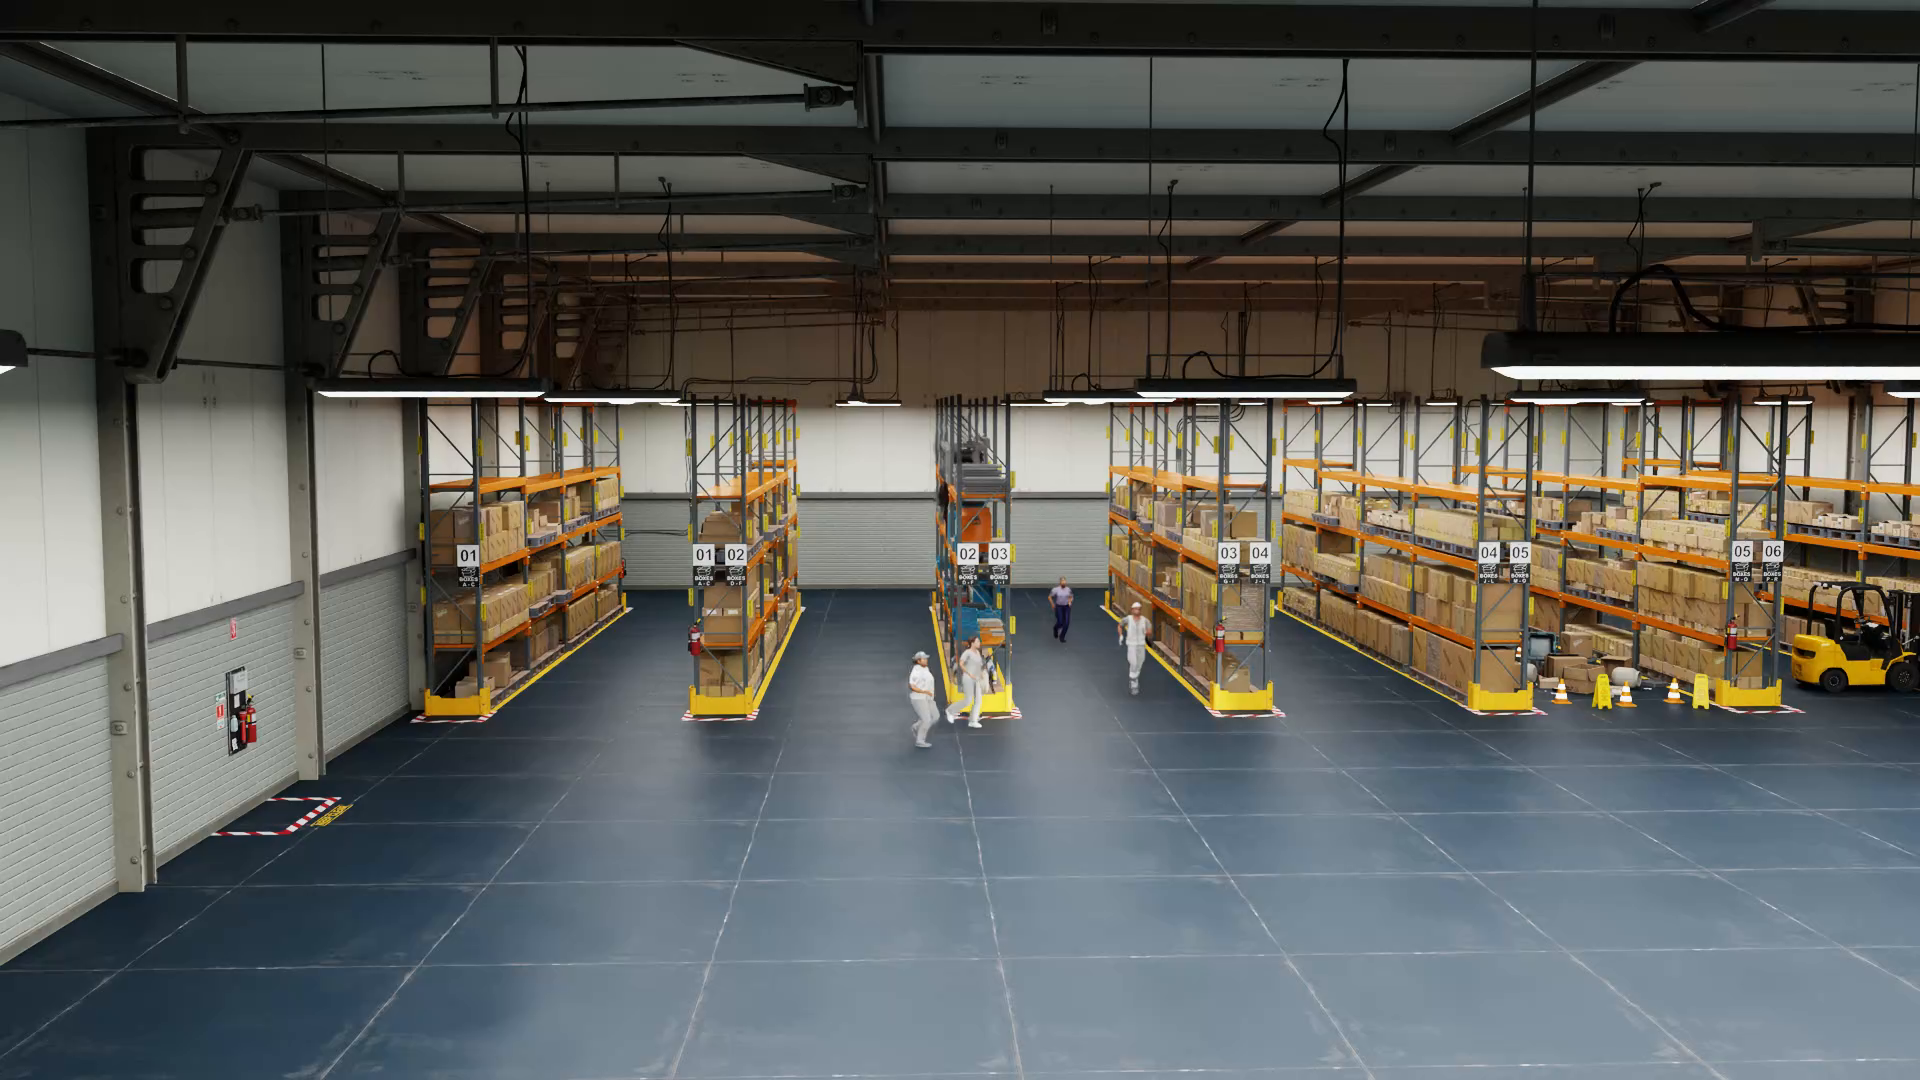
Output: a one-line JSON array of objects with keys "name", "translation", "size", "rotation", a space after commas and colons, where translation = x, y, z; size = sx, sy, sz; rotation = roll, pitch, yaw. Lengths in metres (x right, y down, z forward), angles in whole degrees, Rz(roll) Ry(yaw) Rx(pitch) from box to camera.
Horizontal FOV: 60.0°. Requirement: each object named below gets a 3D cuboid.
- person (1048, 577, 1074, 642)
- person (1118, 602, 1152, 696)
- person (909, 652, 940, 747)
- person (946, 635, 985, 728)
[{"name": "person", "translation": [2.518, 1.715, 40.800], "size": [0.603, 1.603, 0.542], "rotation": [-1, 5, -15]}, {"name": "person", "translation": [3.550, 2.170, 33.633], "size": [0.652, 1.838, 0.836], "rotation": [-1, 5, -11]}, {"name": "person", "translation": [-0.627, 2.696, 28.184], "size": [0.568, 1.618, 0.602], "rotation": [2, 5, 25]}, {"name": "person", "translation": [0.192, 2.535, 30.092], "size": [0.766, 1.627, 0.638], "rotation": [3, 5, 34]}]
